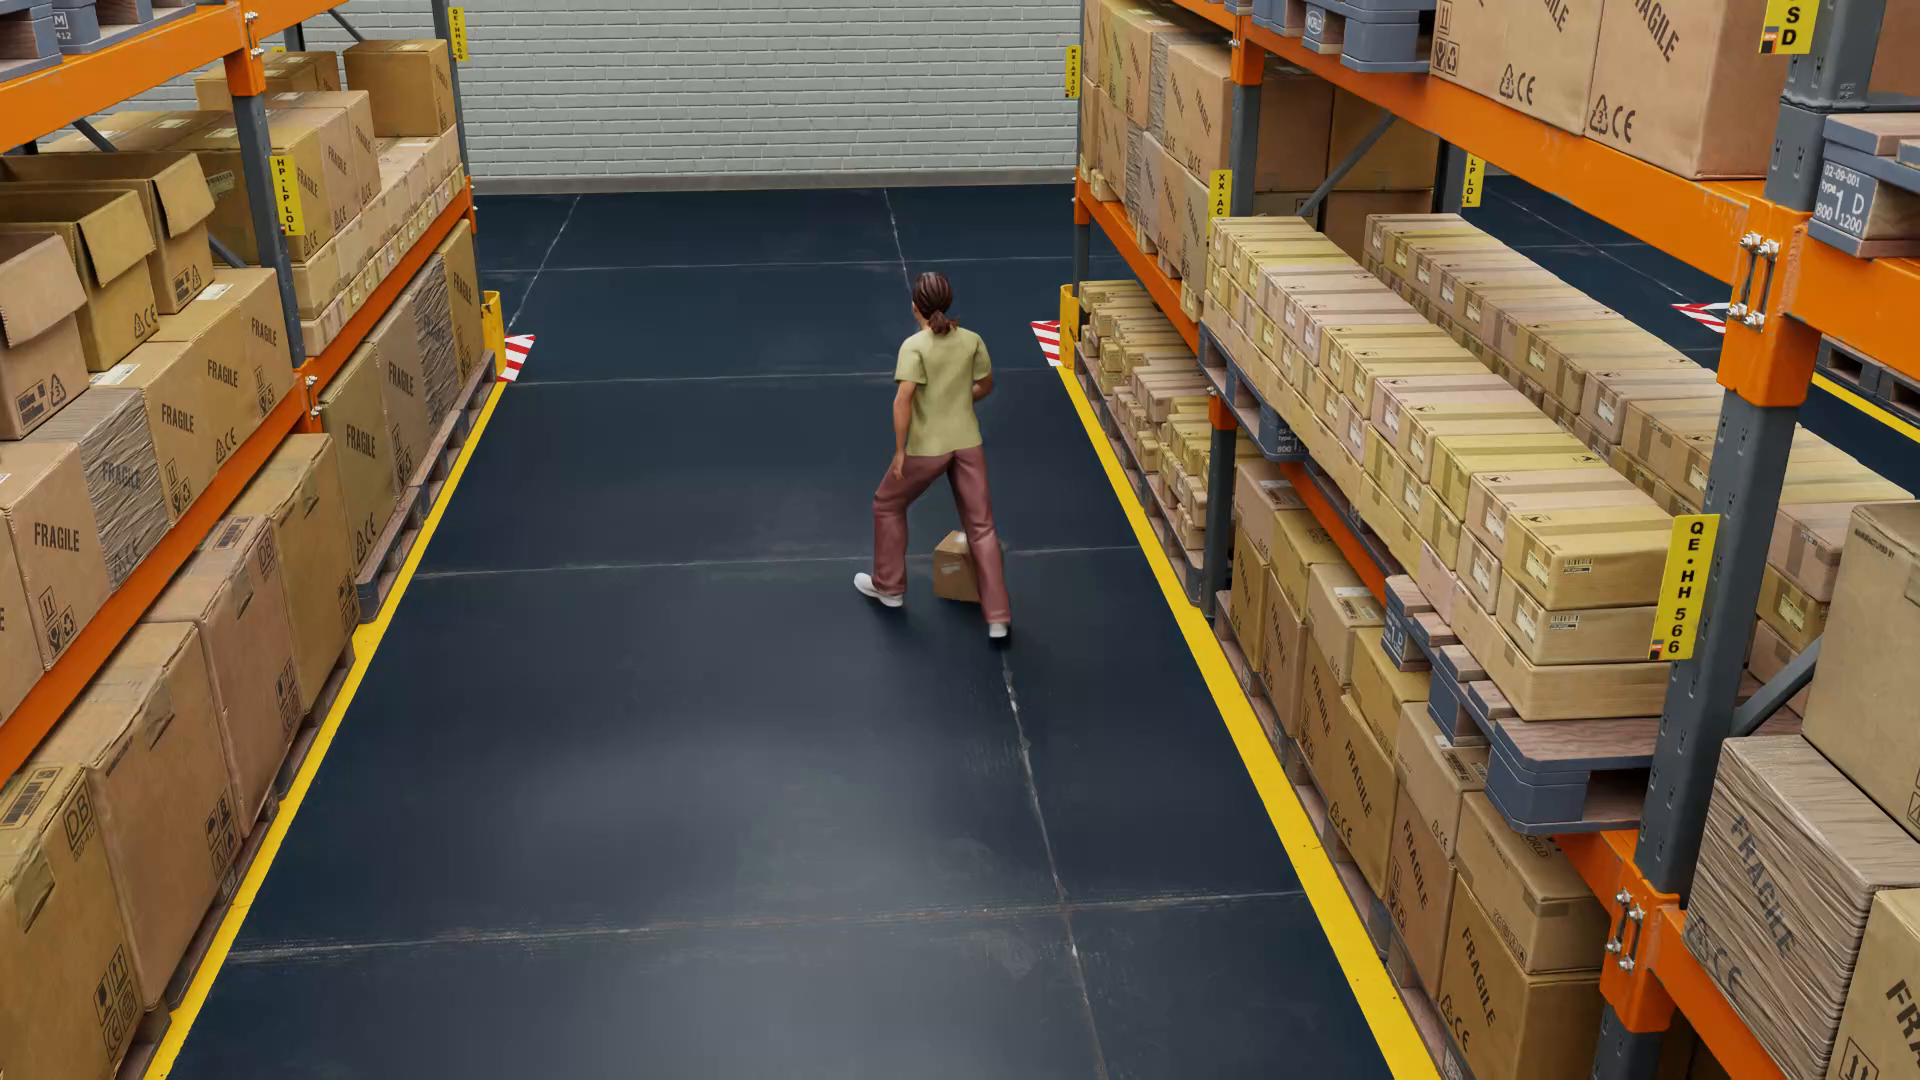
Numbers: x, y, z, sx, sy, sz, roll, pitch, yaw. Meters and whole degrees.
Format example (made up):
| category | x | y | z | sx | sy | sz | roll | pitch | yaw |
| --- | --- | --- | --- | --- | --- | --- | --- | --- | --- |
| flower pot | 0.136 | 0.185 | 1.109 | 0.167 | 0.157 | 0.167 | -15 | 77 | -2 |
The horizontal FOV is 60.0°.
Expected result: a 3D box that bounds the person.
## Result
| category | x | y | z | sx | sy | sz | roll | pitch | yaw |
| --- | --- | --- | --- | --- | --- | --- | --- | --- | --- |
| person | -0.087 | -0.391 | 7.526 | 0.612 | 1.605 | 0.814 | -10 | 26 | -21 |
